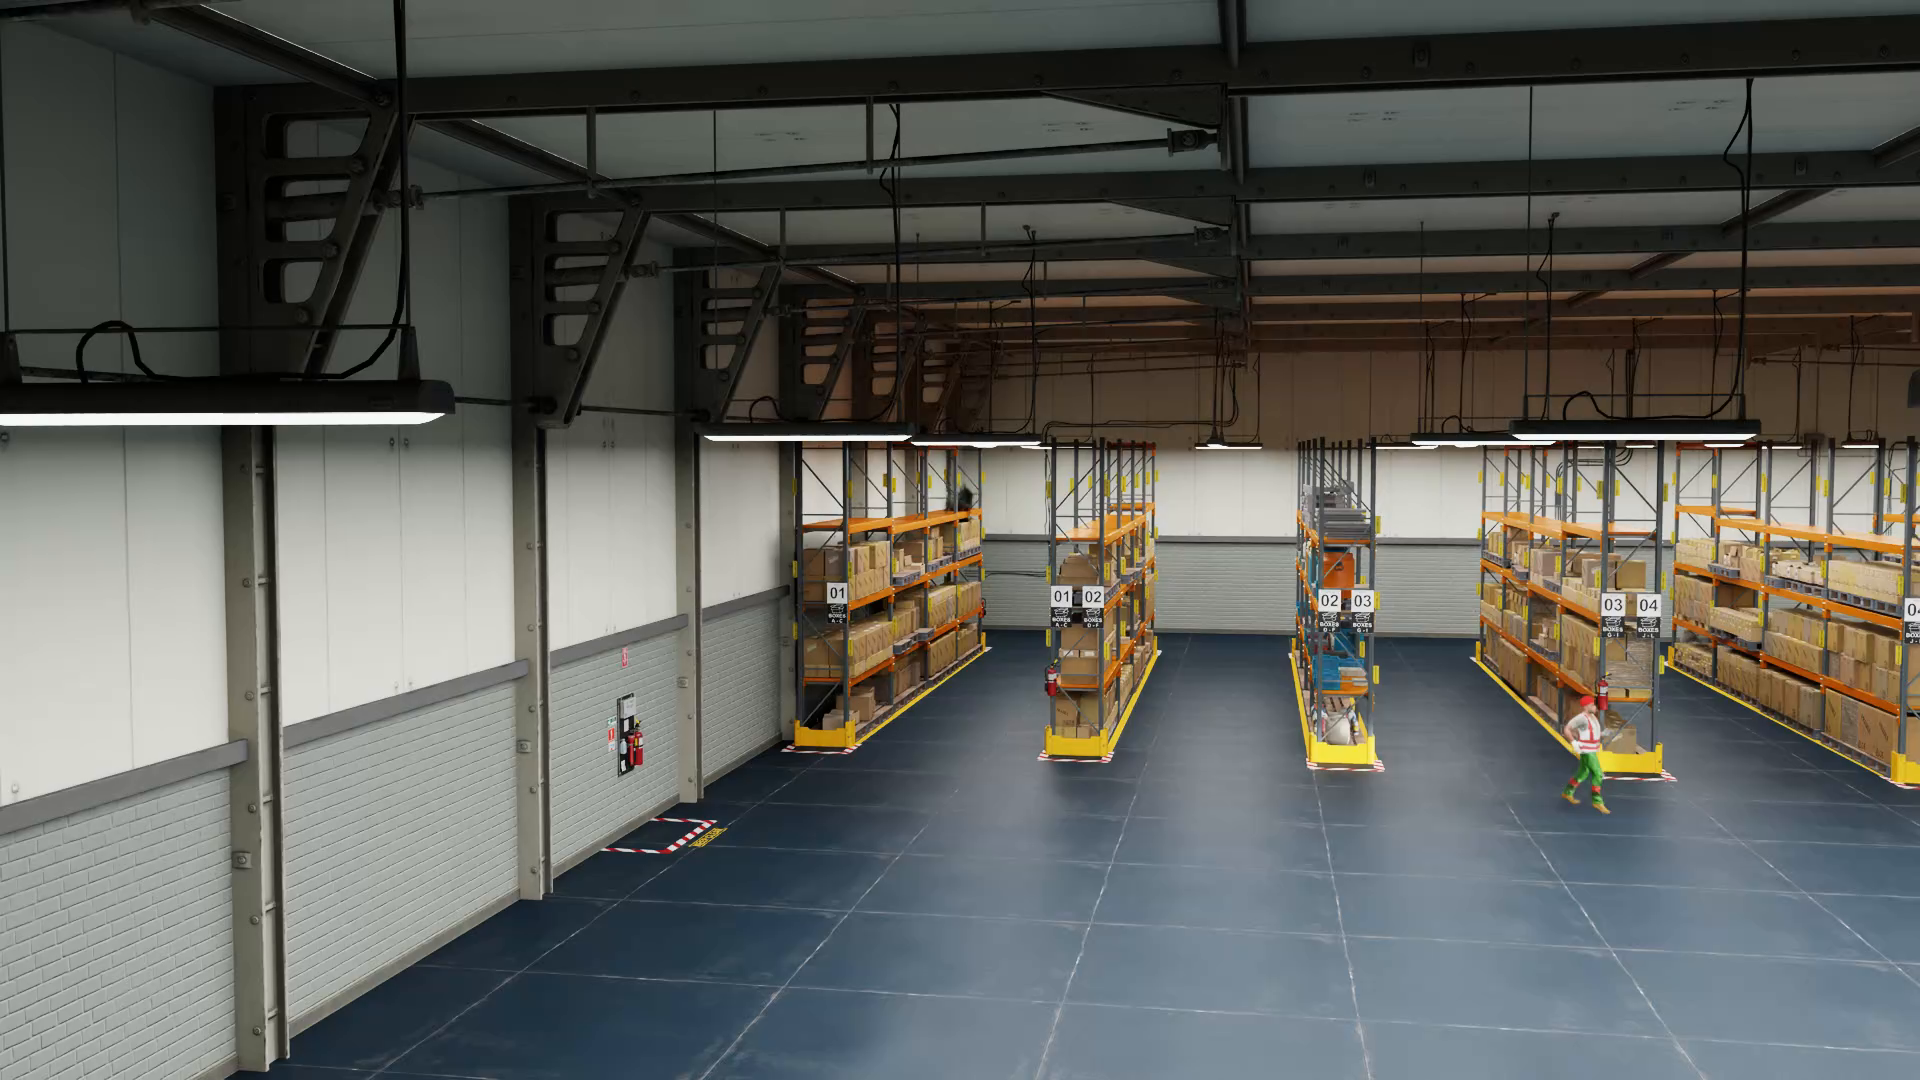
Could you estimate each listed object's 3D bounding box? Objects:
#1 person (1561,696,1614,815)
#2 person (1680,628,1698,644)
[{"bbox_3d":[10.012,3.406,26.552,0.835,1.834,0.654,2,4,39],"label":"person"},{"bbox_3d":[20.105,2.506,45.798,0.605,1.585,0.675,3,4,42],"label":"person"}]
